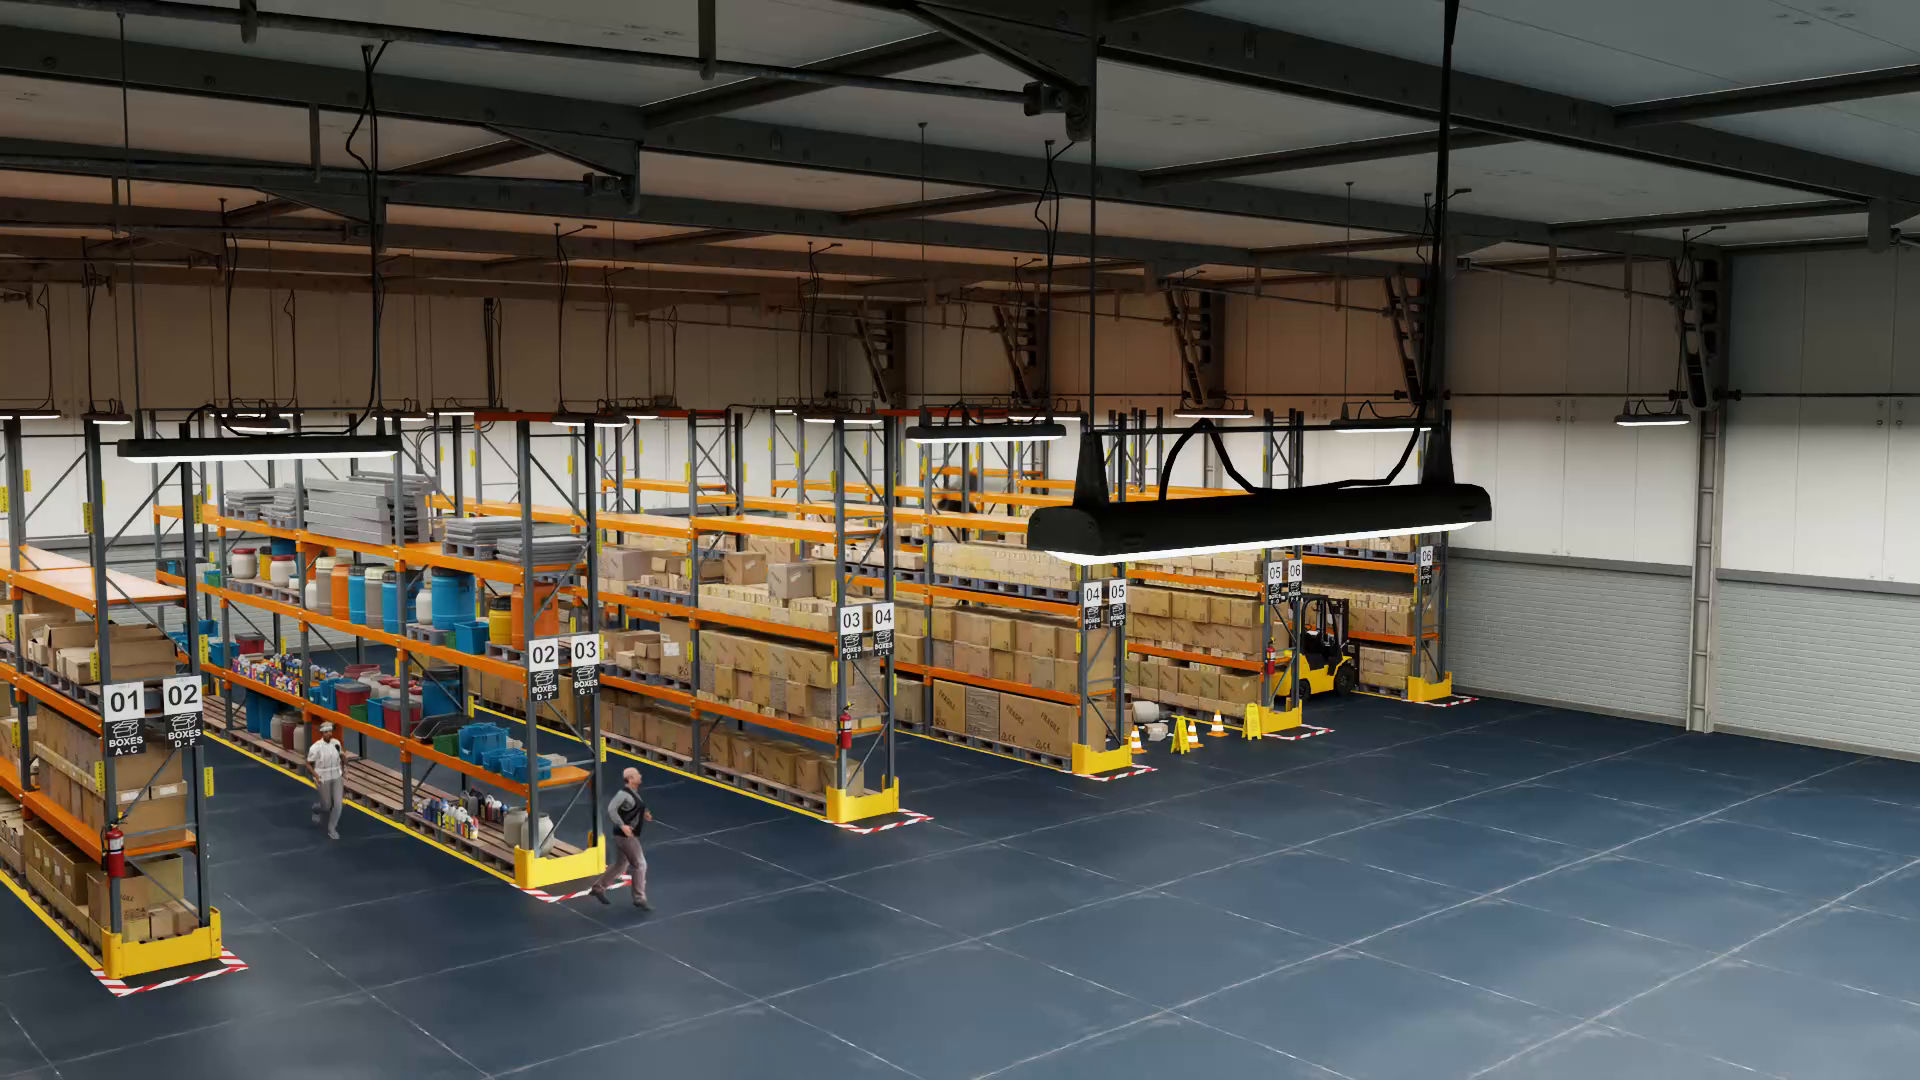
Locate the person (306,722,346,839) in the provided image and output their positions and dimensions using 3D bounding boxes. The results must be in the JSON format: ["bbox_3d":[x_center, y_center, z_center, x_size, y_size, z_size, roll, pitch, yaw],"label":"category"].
[{"bbox_3d":[-9.083,3.420,23.879,0.584,1.674,0.668,-5,7,-43],"label":"person"}]

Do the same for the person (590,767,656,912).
[{"bbox_3d":[-4.158,3.673,20.495,0.815,1.762,0.661,-1,5,-6],"label":"person"}]

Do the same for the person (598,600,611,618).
[{"bbox_3d":[-8.871,1.907,41.199,0.582,1.680,0.664,0,5,-3],"label":"person"}]
